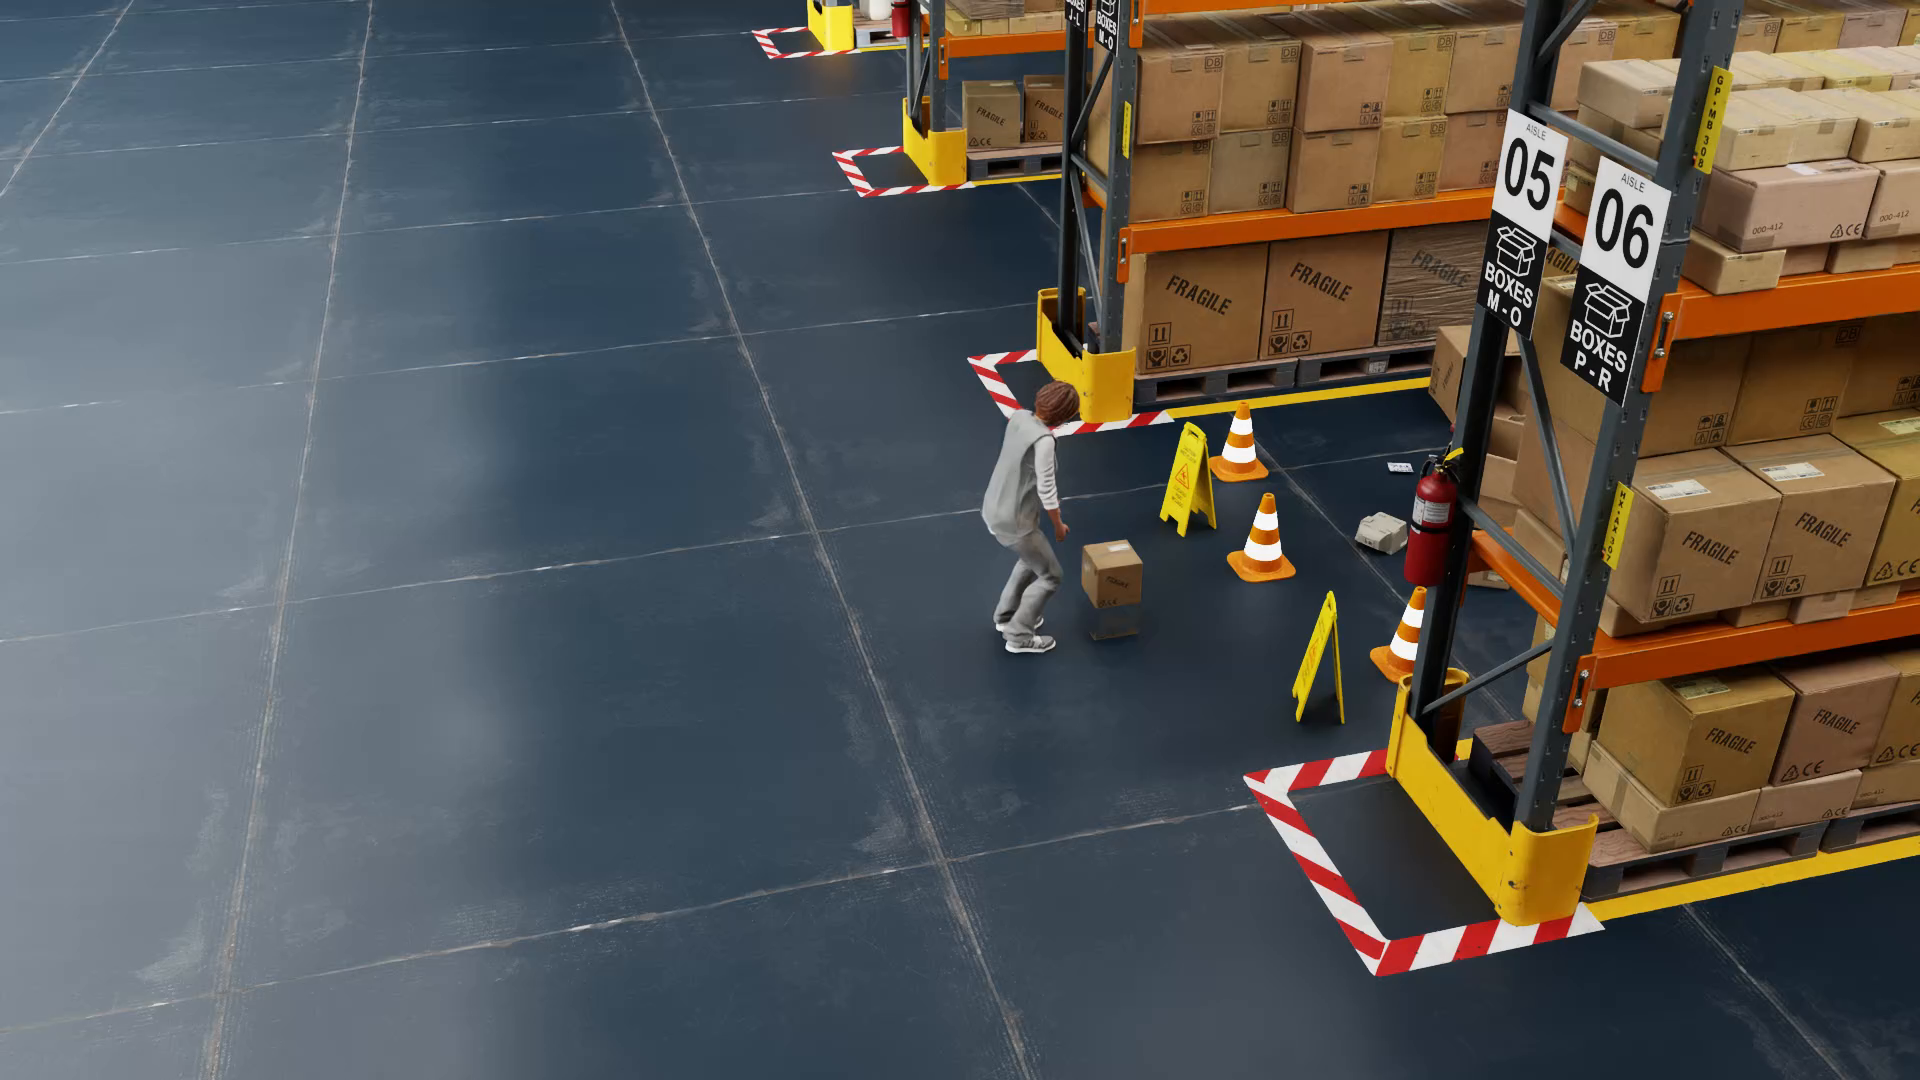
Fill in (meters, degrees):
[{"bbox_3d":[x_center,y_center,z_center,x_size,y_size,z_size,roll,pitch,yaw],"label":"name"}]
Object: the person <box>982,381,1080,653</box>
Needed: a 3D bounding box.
[{"bbox_3d":[0.356,-0.118,8.575,0.497,1.466,0.447,-7,31,-12],"label":"person"}]
